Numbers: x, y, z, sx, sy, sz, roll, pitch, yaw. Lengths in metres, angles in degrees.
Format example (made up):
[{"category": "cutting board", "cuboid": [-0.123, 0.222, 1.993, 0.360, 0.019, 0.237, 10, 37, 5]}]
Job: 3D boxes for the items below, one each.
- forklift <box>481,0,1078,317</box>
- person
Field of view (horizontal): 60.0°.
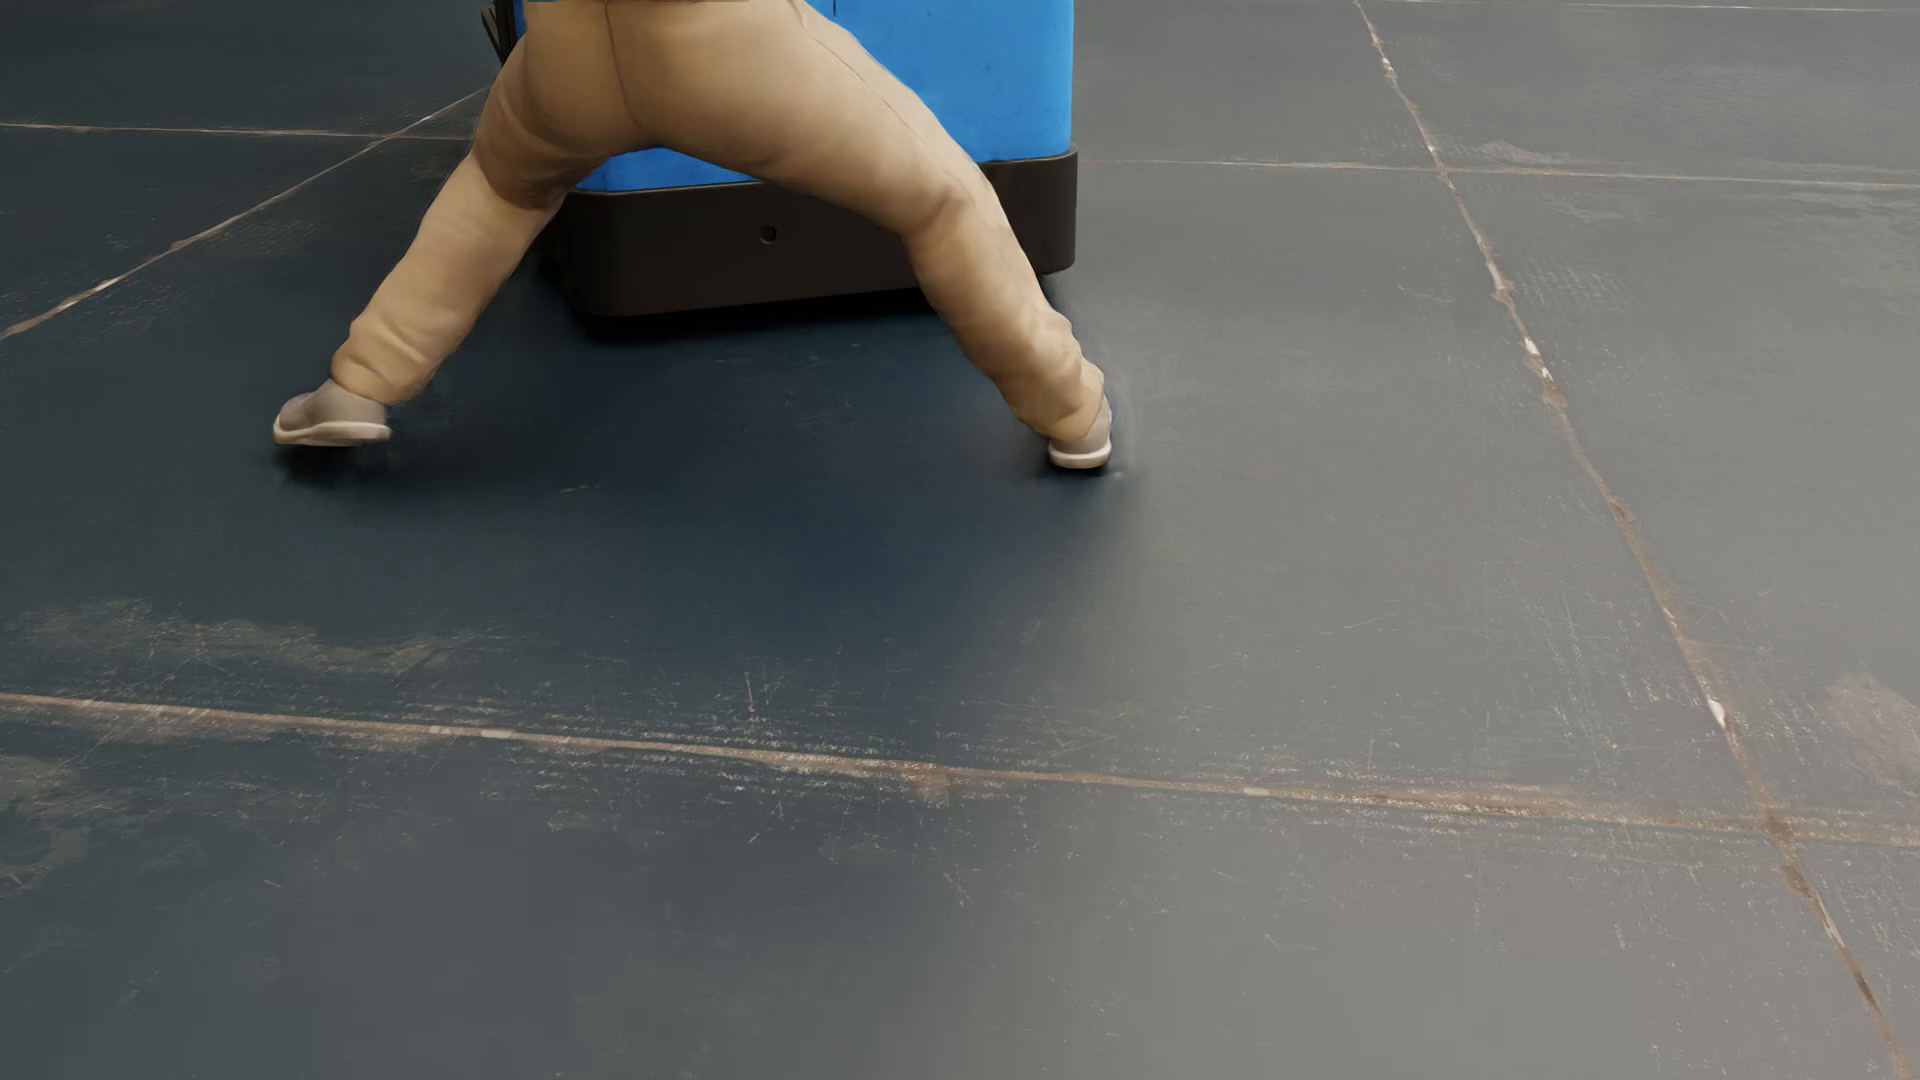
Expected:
[{"category": "forklift", "cuboid": [-0.700, -2.378, 3.984, 1.130, 2.935, 3.031, -8, 28, -16]}, {"category": "person", "cuboid": [-0.425, -0.846, 2.484, 1.316, 1.523, 0.841, 11, 28, 20]}]
